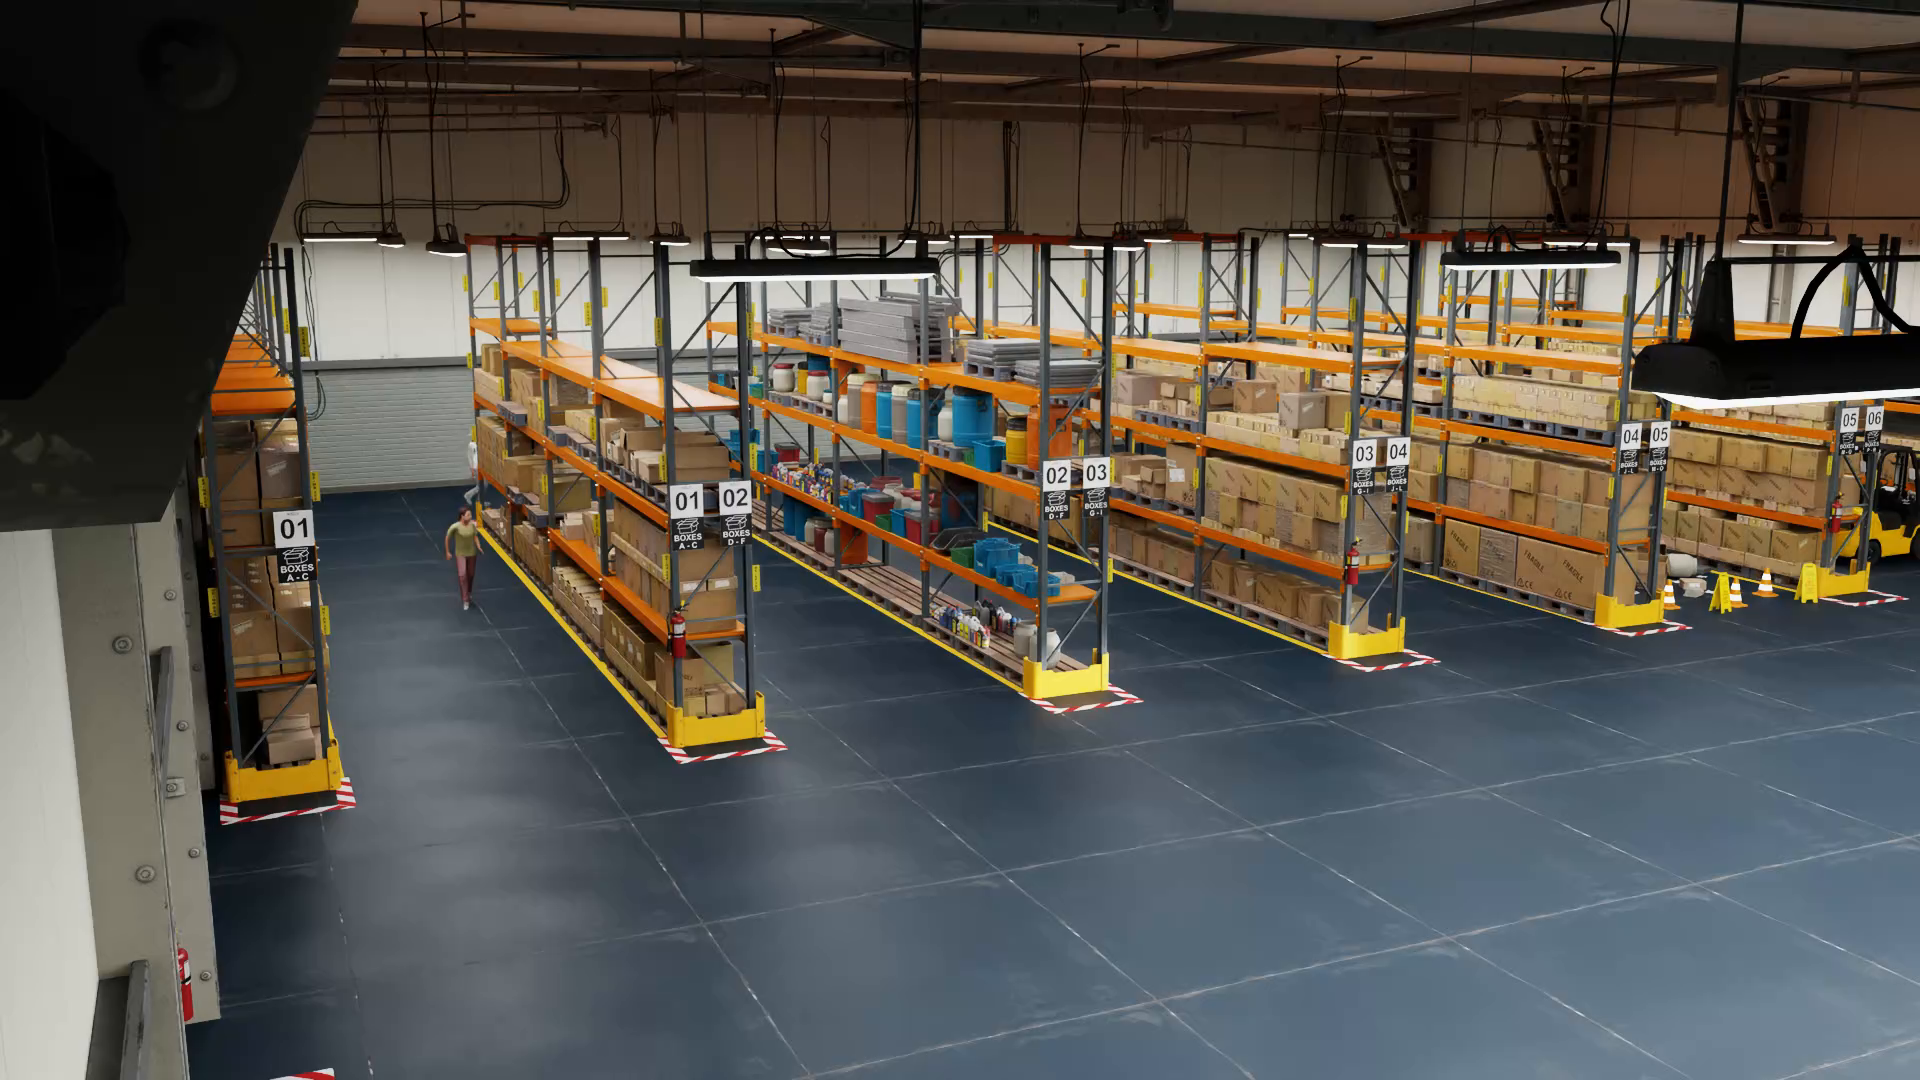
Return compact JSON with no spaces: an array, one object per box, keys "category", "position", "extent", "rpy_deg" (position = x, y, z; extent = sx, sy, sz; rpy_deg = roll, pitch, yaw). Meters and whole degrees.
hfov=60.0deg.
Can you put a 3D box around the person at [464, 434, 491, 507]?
[{"category":"person","position":[-10.680,-1.599,36.646],"extent":[0.588,1.757,0.535],"rpy_deg":[-4,12,-18]}]

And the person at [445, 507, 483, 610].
[{"category":"person","position":[-8.205,0.275,27.522],"extent":[0.577,1.670,0.932],"rpy_deg":[-5,12,-23]}]
